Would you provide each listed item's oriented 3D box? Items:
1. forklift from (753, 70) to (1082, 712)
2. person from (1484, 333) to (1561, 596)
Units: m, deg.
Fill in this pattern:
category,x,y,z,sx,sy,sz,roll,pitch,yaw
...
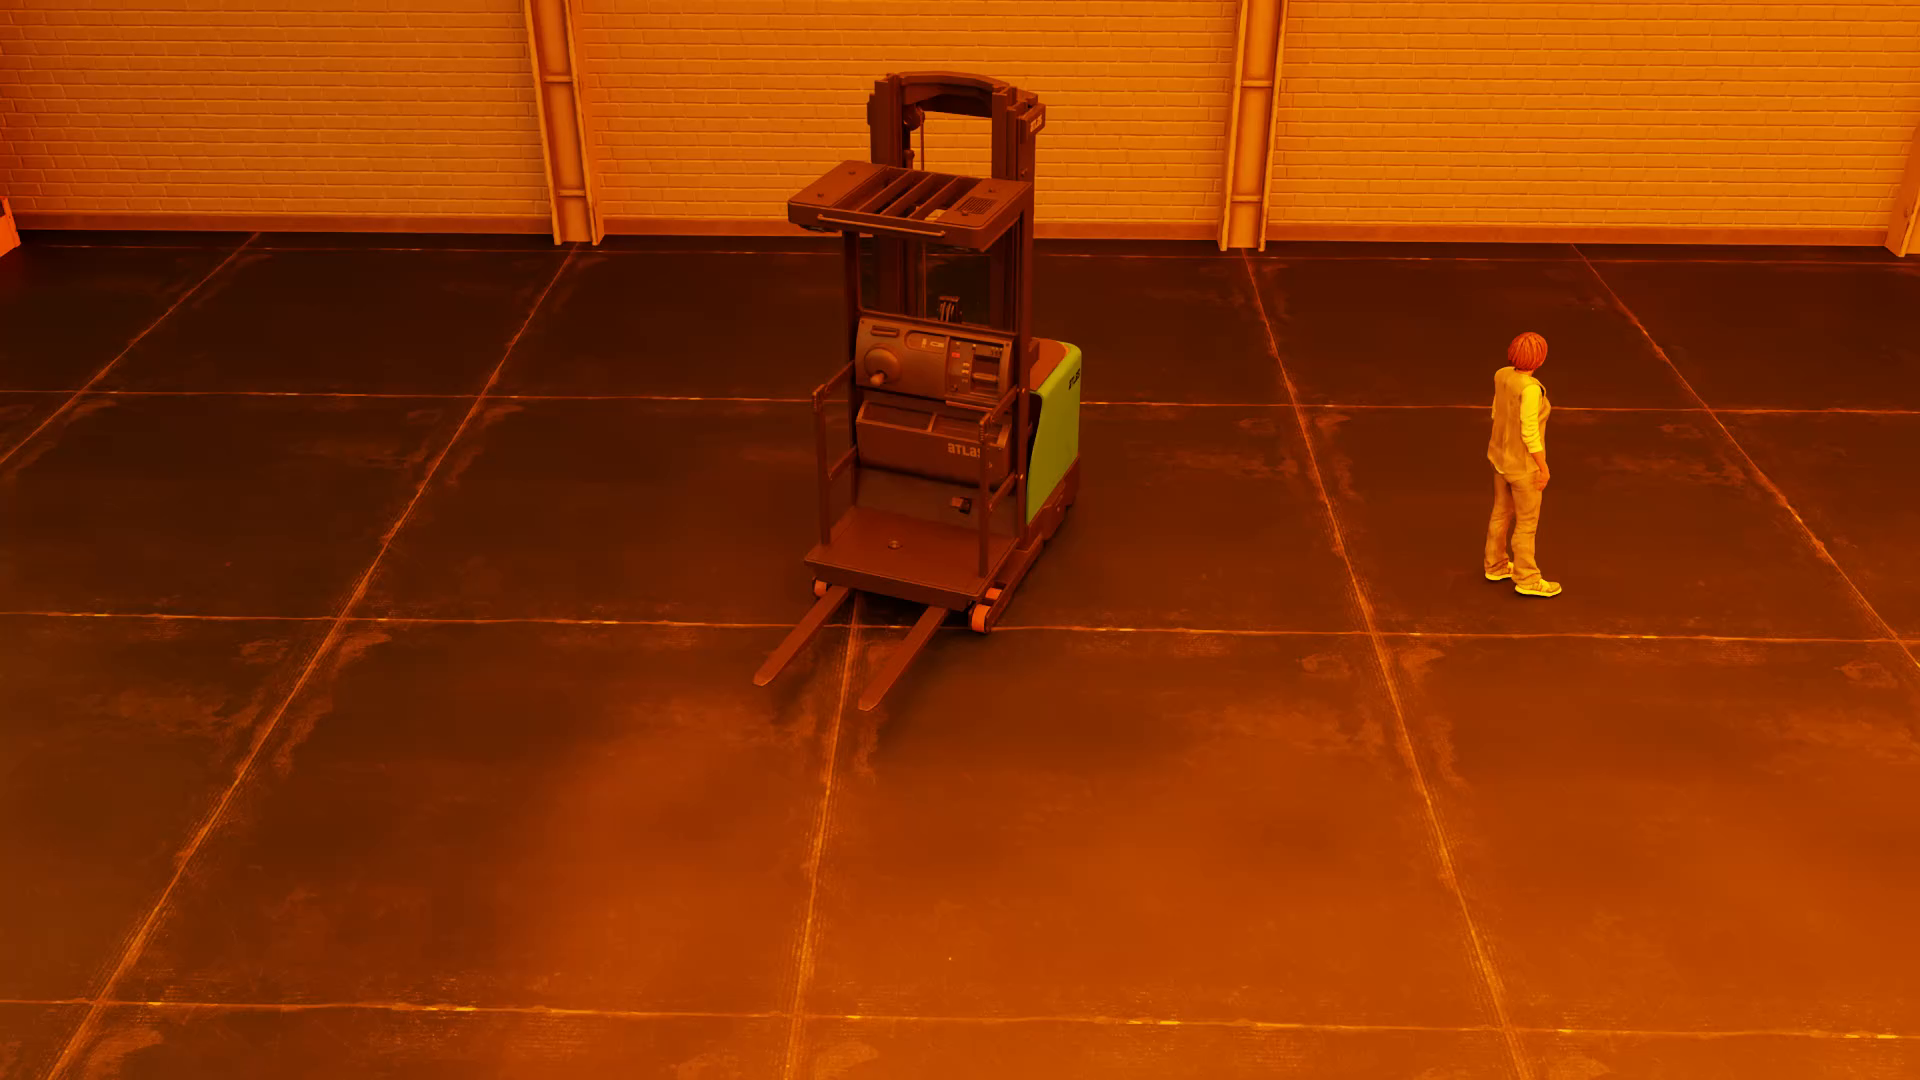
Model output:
category,x,y,z,sx,sy,sz,roll,pitch,yaw
forklift,-0.230,-0.966,9.252,1.130,2.935,3.031,11,32,18
person,3.316,-0.458,9.690,0.472,1.600,0.521,-6,31,-10
